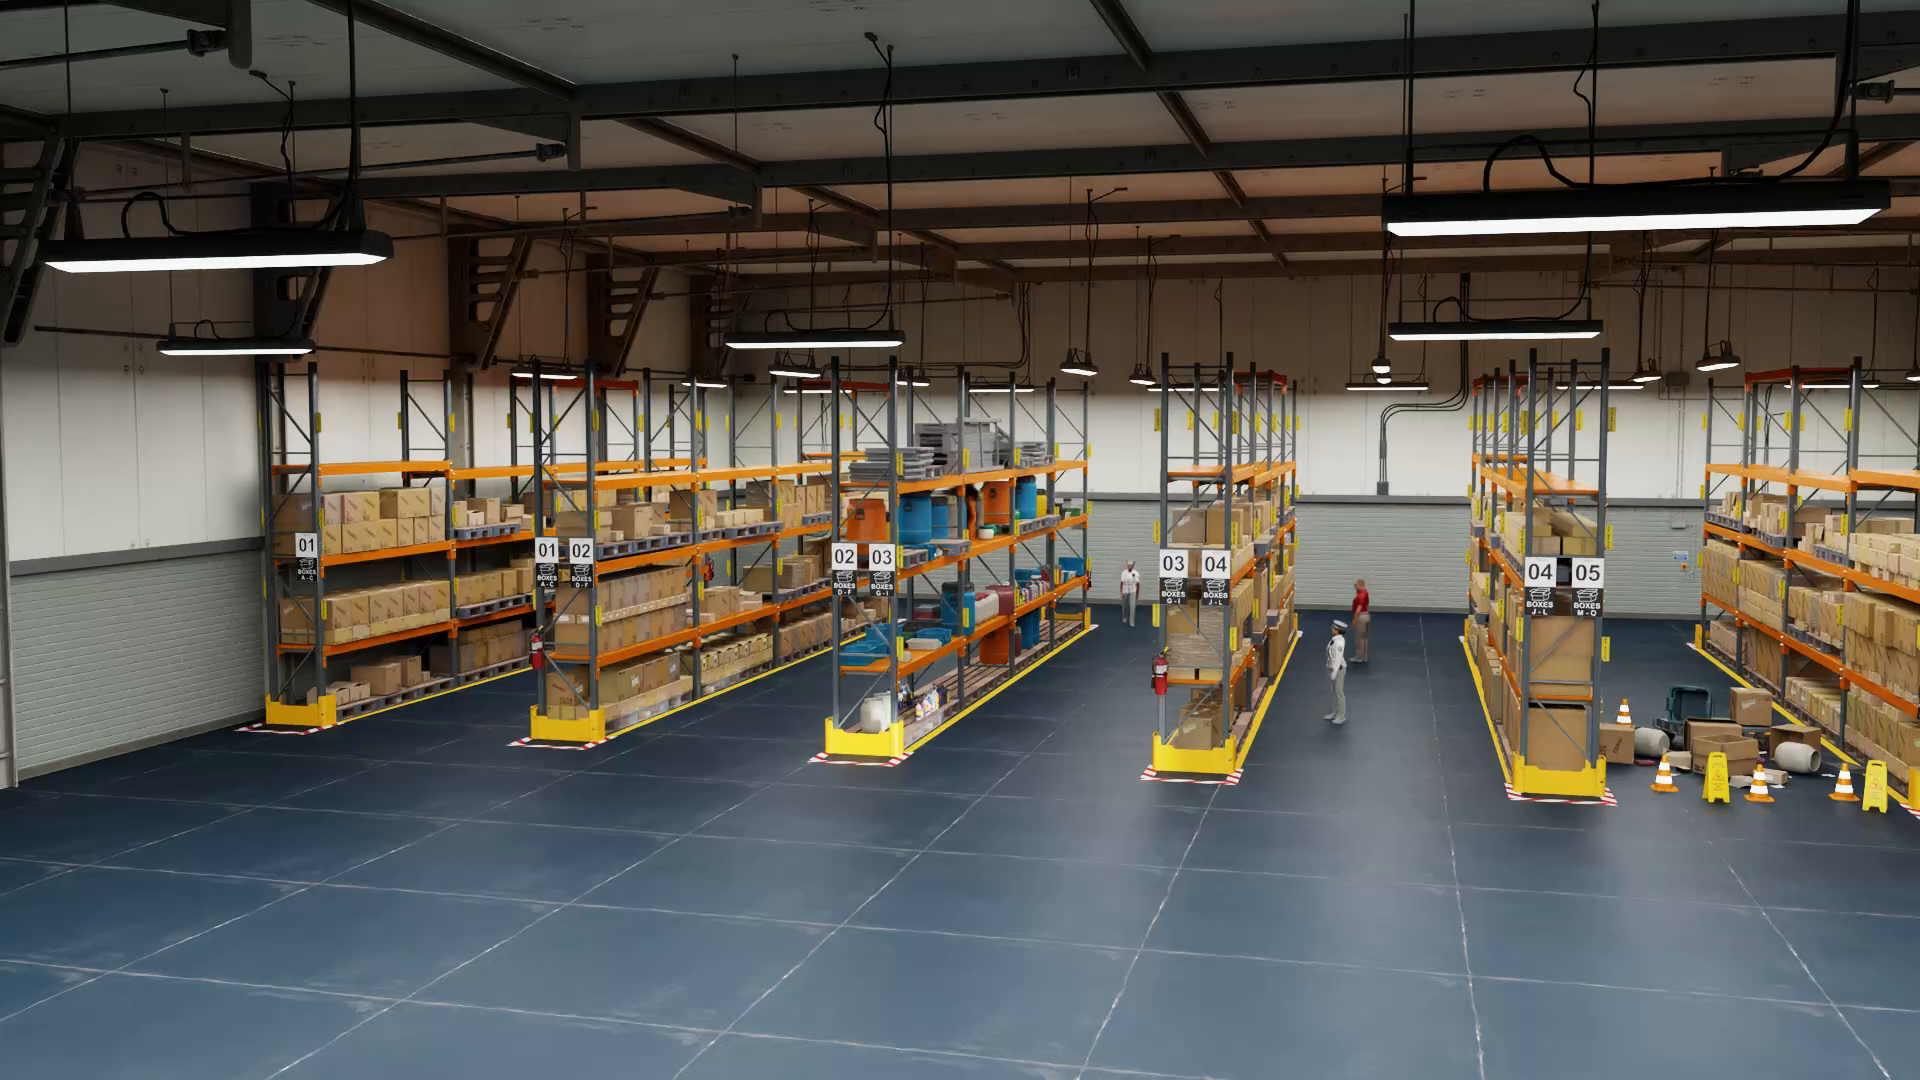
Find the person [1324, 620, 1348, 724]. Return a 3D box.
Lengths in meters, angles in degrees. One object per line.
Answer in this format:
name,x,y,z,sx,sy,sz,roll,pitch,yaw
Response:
person,6.313,2.200,27.941,0.384,1.725,0.487,-1,4,-13

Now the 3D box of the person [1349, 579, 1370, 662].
person,8.346,1.688,34.751,0.404,1.738,0.544,2,4,26

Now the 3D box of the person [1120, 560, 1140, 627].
person,4.185,1.294,40.988,0.494,1.643,0.939,0,4,5
